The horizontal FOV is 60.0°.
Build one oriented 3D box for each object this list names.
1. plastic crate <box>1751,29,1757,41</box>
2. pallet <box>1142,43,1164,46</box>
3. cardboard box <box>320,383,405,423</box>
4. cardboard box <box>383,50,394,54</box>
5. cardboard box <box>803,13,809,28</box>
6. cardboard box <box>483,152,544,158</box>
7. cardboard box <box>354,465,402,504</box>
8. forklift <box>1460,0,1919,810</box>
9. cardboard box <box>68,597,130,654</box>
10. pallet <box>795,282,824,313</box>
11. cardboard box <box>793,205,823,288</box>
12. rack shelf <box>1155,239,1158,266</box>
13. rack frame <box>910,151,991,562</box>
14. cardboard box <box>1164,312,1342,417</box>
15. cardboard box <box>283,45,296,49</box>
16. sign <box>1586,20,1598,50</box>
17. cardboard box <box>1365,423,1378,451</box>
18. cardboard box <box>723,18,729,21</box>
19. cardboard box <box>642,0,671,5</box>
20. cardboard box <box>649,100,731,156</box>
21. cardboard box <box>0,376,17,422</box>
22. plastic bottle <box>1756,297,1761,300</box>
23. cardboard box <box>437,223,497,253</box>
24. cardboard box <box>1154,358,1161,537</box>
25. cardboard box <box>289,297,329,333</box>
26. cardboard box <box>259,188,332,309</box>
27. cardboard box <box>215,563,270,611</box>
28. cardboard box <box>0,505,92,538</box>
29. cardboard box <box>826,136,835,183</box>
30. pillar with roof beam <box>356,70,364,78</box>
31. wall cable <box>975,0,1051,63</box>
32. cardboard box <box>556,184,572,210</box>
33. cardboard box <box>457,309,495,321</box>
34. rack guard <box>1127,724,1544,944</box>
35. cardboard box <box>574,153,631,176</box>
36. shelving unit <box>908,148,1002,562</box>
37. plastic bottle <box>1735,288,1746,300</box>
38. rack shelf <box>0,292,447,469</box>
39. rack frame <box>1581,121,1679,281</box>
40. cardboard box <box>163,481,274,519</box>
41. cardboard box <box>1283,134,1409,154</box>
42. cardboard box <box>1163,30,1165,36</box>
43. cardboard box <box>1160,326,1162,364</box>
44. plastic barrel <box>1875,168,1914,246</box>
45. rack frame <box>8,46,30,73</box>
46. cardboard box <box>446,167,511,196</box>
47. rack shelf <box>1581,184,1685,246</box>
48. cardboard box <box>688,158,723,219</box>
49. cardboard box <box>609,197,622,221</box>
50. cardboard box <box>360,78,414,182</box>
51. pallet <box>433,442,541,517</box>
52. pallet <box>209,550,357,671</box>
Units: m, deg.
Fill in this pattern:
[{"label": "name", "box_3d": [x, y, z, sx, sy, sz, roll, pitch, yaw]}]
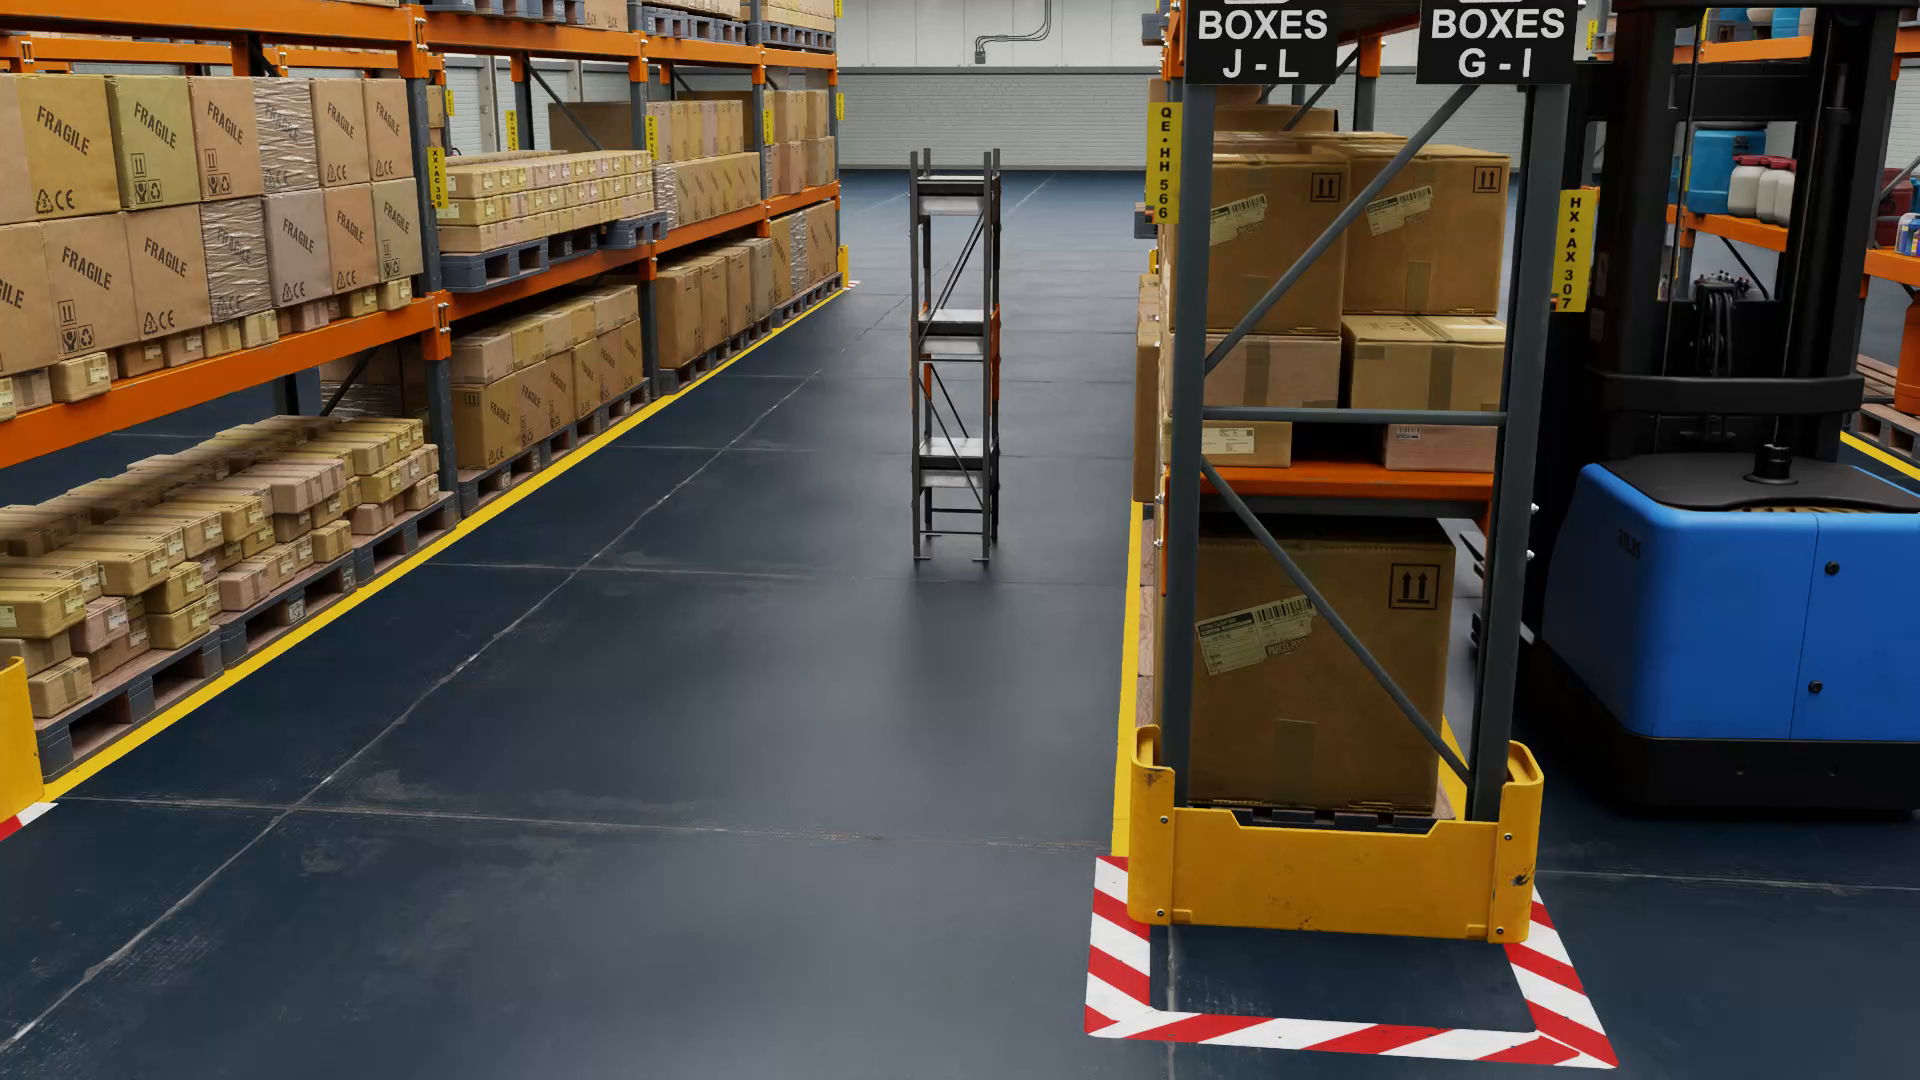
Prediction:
[{"label": "plastic crate", "box_3d": [7.824, -5.055, 16.768, 0.336, 0.188, 0.450, 2, 15, 6]}, {"label": "pallet", "box_3d": [2.279, -4.654, 15.240, 1.213, 0.211, 1.003, 2, 15, 6]}, {"label": "cardboard box", "box_3d": [-3.532, -0.747, 10.161, 0.500, 0.500, 0.500, 1, 15, 5]}, {"label": "cardboard box", "box_3d": [-6.838, -5.746, 19.399, 0.380, 0.149, 0.250, 2, 15, 6]}, {"label": "cardboard box", "box_3d": [-1.884, -5.749, 18.417, 0.380, 0.149, 0.250, 2, 15, 7]}, {"label": "cardboard box", "box_3d": [-3.218, -2.710, 11.974, 0.380, 0.149, 0.250, 2, 15, 6]}, {"label": "cardboard box", "box_3d": [-3.116, -0.290, 8.574, 0.380, 0.149, 0.250, 1, 15, 4]}, {"label": "forklift", "box_3d": [2.818, -0.843, 6.666, 1.130, 2.935, 3.031, 1, 15, 2]}, {"label": "cardboard box", "box_3d": [-3.415, 0.319, 6.325, 0.380, 0.149, 0.250, 2, 15, 6]}, {"label": "pallet", "box_3d": [-2.164, -2.792, 19.084, 1.003, 0.211, 1.213, 2, 15, 6]}, {"label": "cardboard box", "box_3d": [-2.119, -3.434, 19.383, 0.875, 0.875, 0.875, 1, 15, 5]}, {"label": "rack shelf", "box_3d": [2.229, -2.588, 14.364, 1.077, 0.370, 4.000, 2, 15, 6]}, {"label": "rack frame", "box_3d": [-0.046, -0.907, 8.495, 0.400, 2.100, 0.015, 2, 15, 6]}, {"label": "cardboard box", "box_3d": [0.891, -0.546, 5.153, 0.500, 0.250, 0.500, 1, 15, 5]}, {"label": "cardboard box", "box_3d": [-7.110, -5.147, 17.184, 0.380, 0.149, 0.250, 1, 15, 5]}, {"label": "sign", "box_3d": [7.281, -5.815, 19.157, 0.100, 0.325, 0.005, 2, 15, 6]}, {"label": "cardboard box", "box_3d": [1.496, -0.369, 5.262, 0.380, 0.149, 0.250, 1, 15, 5]}, {"label": "cardboard box", "box_3d": [-2.654, -5.506, 17.518, 0.380, 0.149, 0.250, 2, 15, 6]}, {"label": "cardboard box", "box_3d": [-2.613, -4.426, 13.211, 0.500, 0.311, 0.500, 2, 15, 6]}, {"label": "cardboard box", "box_3d": [-2.569, -3.895, 15.711, 0.700, 0.500, 0.500, 1, 15, 5]}, {"label": "cardboard box", "box_3d": [-3.454, -0.467, 5.623, 0.380, 0.149, 0.250, 2, 15, 6]}, {"label": "plastic bottle", "box_3d": [7.870, -2.292, 16.409, 0.097, 0.201, 0.097, 0, 15, 0]}, {"label": "cardboard box", "box_3d": [-2.864, -1.721, 9.458, 0.380, 0.149, 0.250, 1, 15, 4]}, {"label": "cardboard box", "box_3d": [1.398, -0.387, 8.113, 0.875, 0.875, 0.875, 2, 15, 6]}, {"label": "cardboard box", "box_3d": [-3.230, -1.074, 7.868, 0.380, 0.149, 0.250, 1, 15, 4]}, {"label": "cardboard box", "box_3d": [-3.256, -1.346, 7.630, 0.500, 0.500, 0.500, 2, 15, 6]}, {"label": "cardboard box", "box_3d": [-3.283, 0.204, 7.317, 0.380, 0.149, 0.250, 1, 15, 4]}, {"label": "cardboard box", "box_3d": [-3.953, -0.043, 7.092, 0.380, 0.149, 0.250, 2, 15, 8]}, {"label": "cardboard box", "box_3d": [-2.008, -4.638, 20.281, 0.875, 0.550, 0.550, 2, 15, 6]}, {"label": "pillar with roof beam", "box_3d": [-7.216, -10.656, 31.330, 9.100, 9.000, 0.400, 2, 15, 6]}, {"label": "wall cable", "box_3d": [1.615, -17.534, 50.252, 2.305, 6.003, 0.169, 2, 15, 6]}, {"label": "cardboard box", "box_3d": [-2.720, -2.205, 10.678, 0.380, 0.149, 0.250, 1, 15, 5]}, {"label": "cardboard box", "box_3d": [-3.415, -1.380, 11.068, 0.500, 0.250, 0.500, 1, 15, 4]}, {"label": "rack guard", "box_3d": [1.098, 0.872, 4.981, 1.175, 0.500, 0.348, 2, 15, 6]}, {"label": "cardboard box", "box_3d": [-2.574, -2.684, 11.877, 0.380, 0.149, 0.250, 2, 15, 8]}, {"label": "shelving unit", "box_3d": [-0.019, -0.971, 8.729, 0.431, 2.100, 0.503, 2, 15, 6]}, {"label": "plastic bottle", "box_3d": [7.751, -2.366, 16.528, 0.061, 0.283, 0.133, 2, 15, 6]}, {"label": "rack shelf", "box_3d": [-3.591, -0.685, 7.327, 1.077, 0.370, 4.000, 2, 15, 6]}, {"label": "rack frame", "box_3d": [7.827, -4.345, 19.485, 1.000, 3.000, 0.127, 2, 15, 6]}, {"label": "cardboard box", "box_3d": [-3.358, -0.163, 7.536, 0.380, 0.149, 0.250, 2, 15, 6]}, {"label": "cardboard box", "box_3d": [1.705, -1.555, 7.447, 0.500, 0.500, 0.500, 2, 15, 7]}, {"label": "cardboard box", "box_3d": [2.247, -4.955, 16.282, 0.500, 0.250, 0.500, 2, 15, 8]}, {"label": "cardboard box", "box_3d": [1.014, -0.786, 6.805, 0.380, 0.149, 0.250, 1, 15, 5]}, {"label": "plastic barrel", "box_3d": [6.676, -2.465, 12.272, 0.600, 0.536, 0.708, 2, 15, 6]}, {"label": "rack frame", "box_3d": [-7.844, -2.708, 13.431, 1.000, 3.000, 0.127, 2, 15, 6]}, {"label": "cardboard box", "box_3d": [-2.838, -2.081, 9.648, 0.380, 0.149, 0.250, 2, 15, 8]}, {"label": "rack shelf", "box_3d": [7.602, -3.479, 17.661, 1.077, 0.370, 4.000, 2, 15, 6]}, {"label": "cardboard box", "box_3d": [-2.424, -3.137, 14.826, 0.500, 0.500, 0.500, 2, 15, 6]}, {"label": "cardboard box", "box_3d": [-2.603, -2.333, 11.720, 0.380, 0.149, 0.250, 1, 15, 6]}, {"label": "cardboard box", "box_3d": [-3.149, -2.096, 8.489, 0.500, 0.500, 0.500, 1, 15, 4]}, {"label": "pallet", "box_3d": [-3.279, -0.407, 10.263, 1.003, 0.211, 1.213, 2, 15, 6]}, {"label": "pallet", "box_3d": [-3.541, 0.288, 7.694, 1.003, 0.211, 1.213, 2, 15, 6]}]
